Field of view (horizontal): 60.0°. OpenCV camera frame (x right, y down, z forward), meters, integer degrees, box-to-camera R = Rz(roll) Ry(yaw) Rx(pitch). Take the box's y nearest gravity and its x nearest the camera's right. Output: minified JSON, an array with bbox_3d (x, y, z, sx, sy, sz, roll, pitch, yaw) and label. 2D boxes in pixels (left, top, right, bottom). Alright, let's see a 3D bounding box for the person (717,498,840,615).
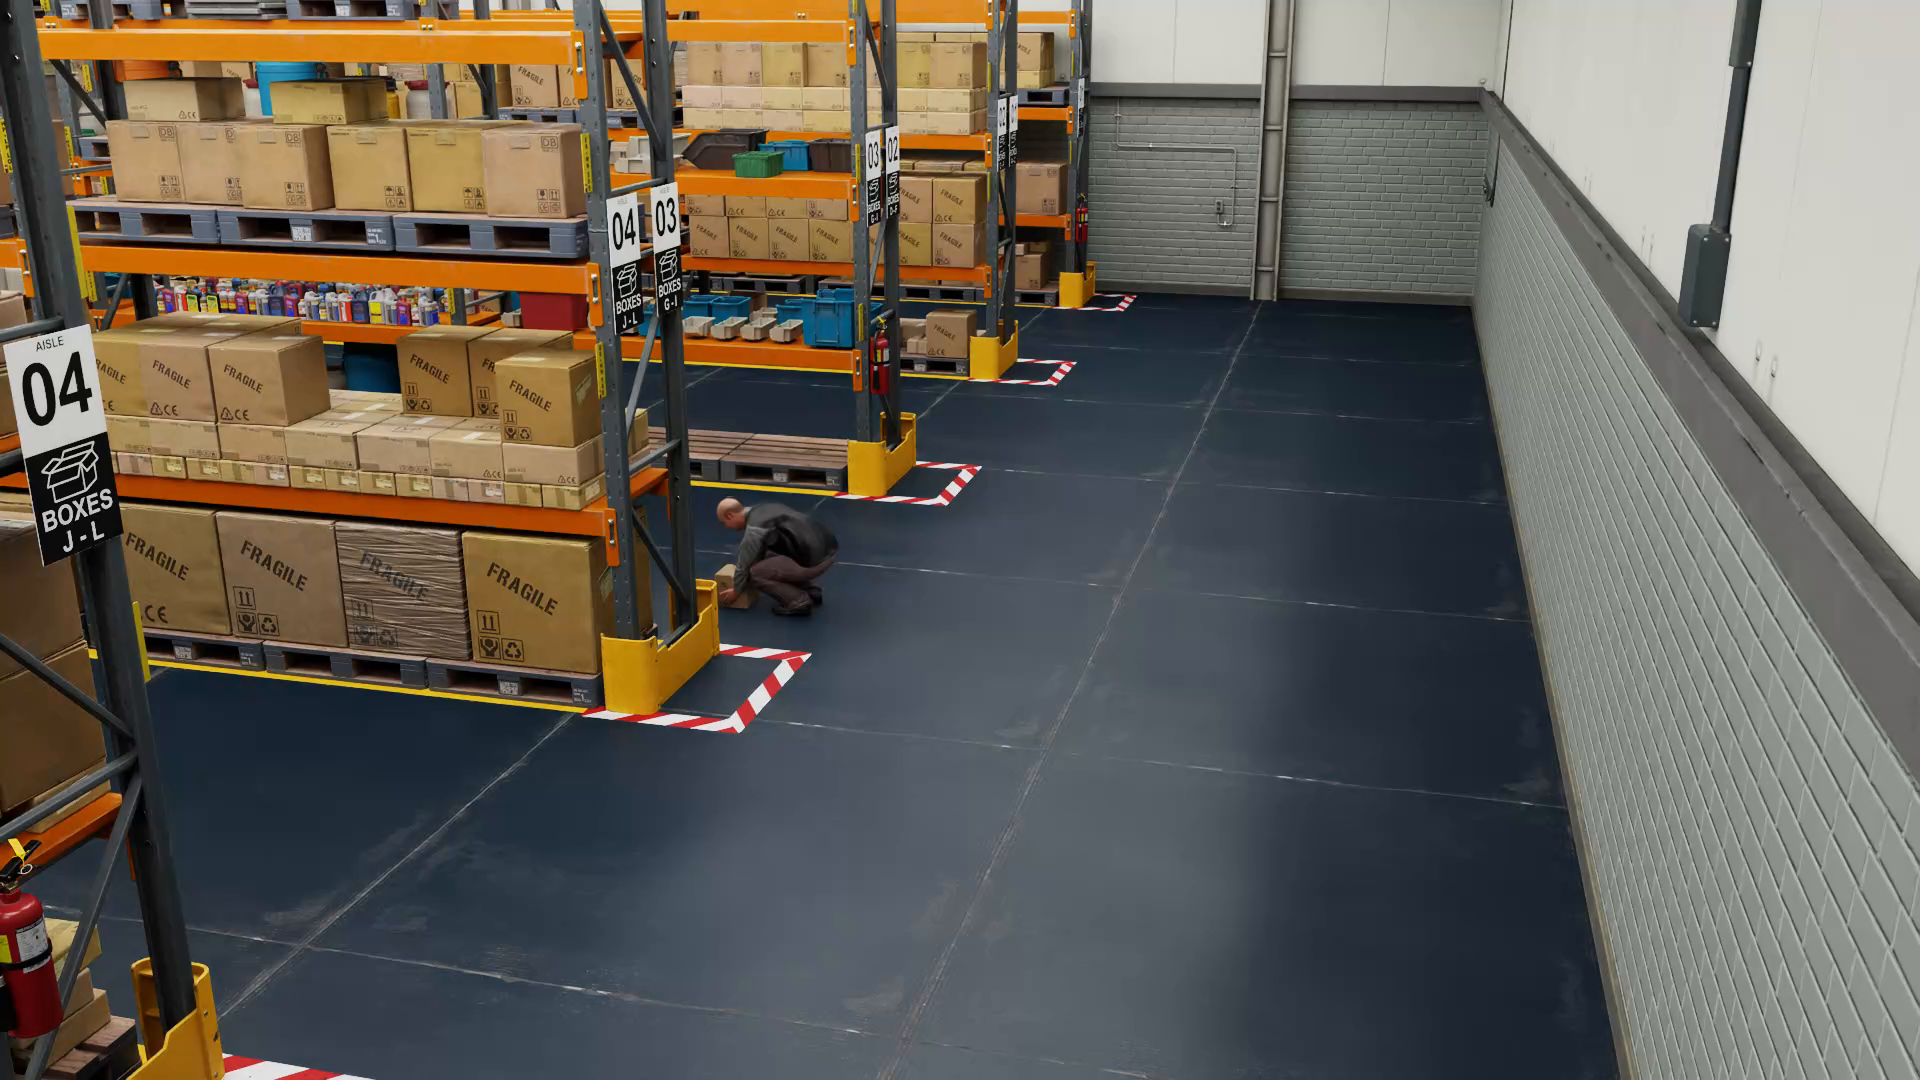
[{"bbox_3d":[-1.349,0.102,12.240,0.858,0.832,0.530,5,19,14],"label":"person"}]
